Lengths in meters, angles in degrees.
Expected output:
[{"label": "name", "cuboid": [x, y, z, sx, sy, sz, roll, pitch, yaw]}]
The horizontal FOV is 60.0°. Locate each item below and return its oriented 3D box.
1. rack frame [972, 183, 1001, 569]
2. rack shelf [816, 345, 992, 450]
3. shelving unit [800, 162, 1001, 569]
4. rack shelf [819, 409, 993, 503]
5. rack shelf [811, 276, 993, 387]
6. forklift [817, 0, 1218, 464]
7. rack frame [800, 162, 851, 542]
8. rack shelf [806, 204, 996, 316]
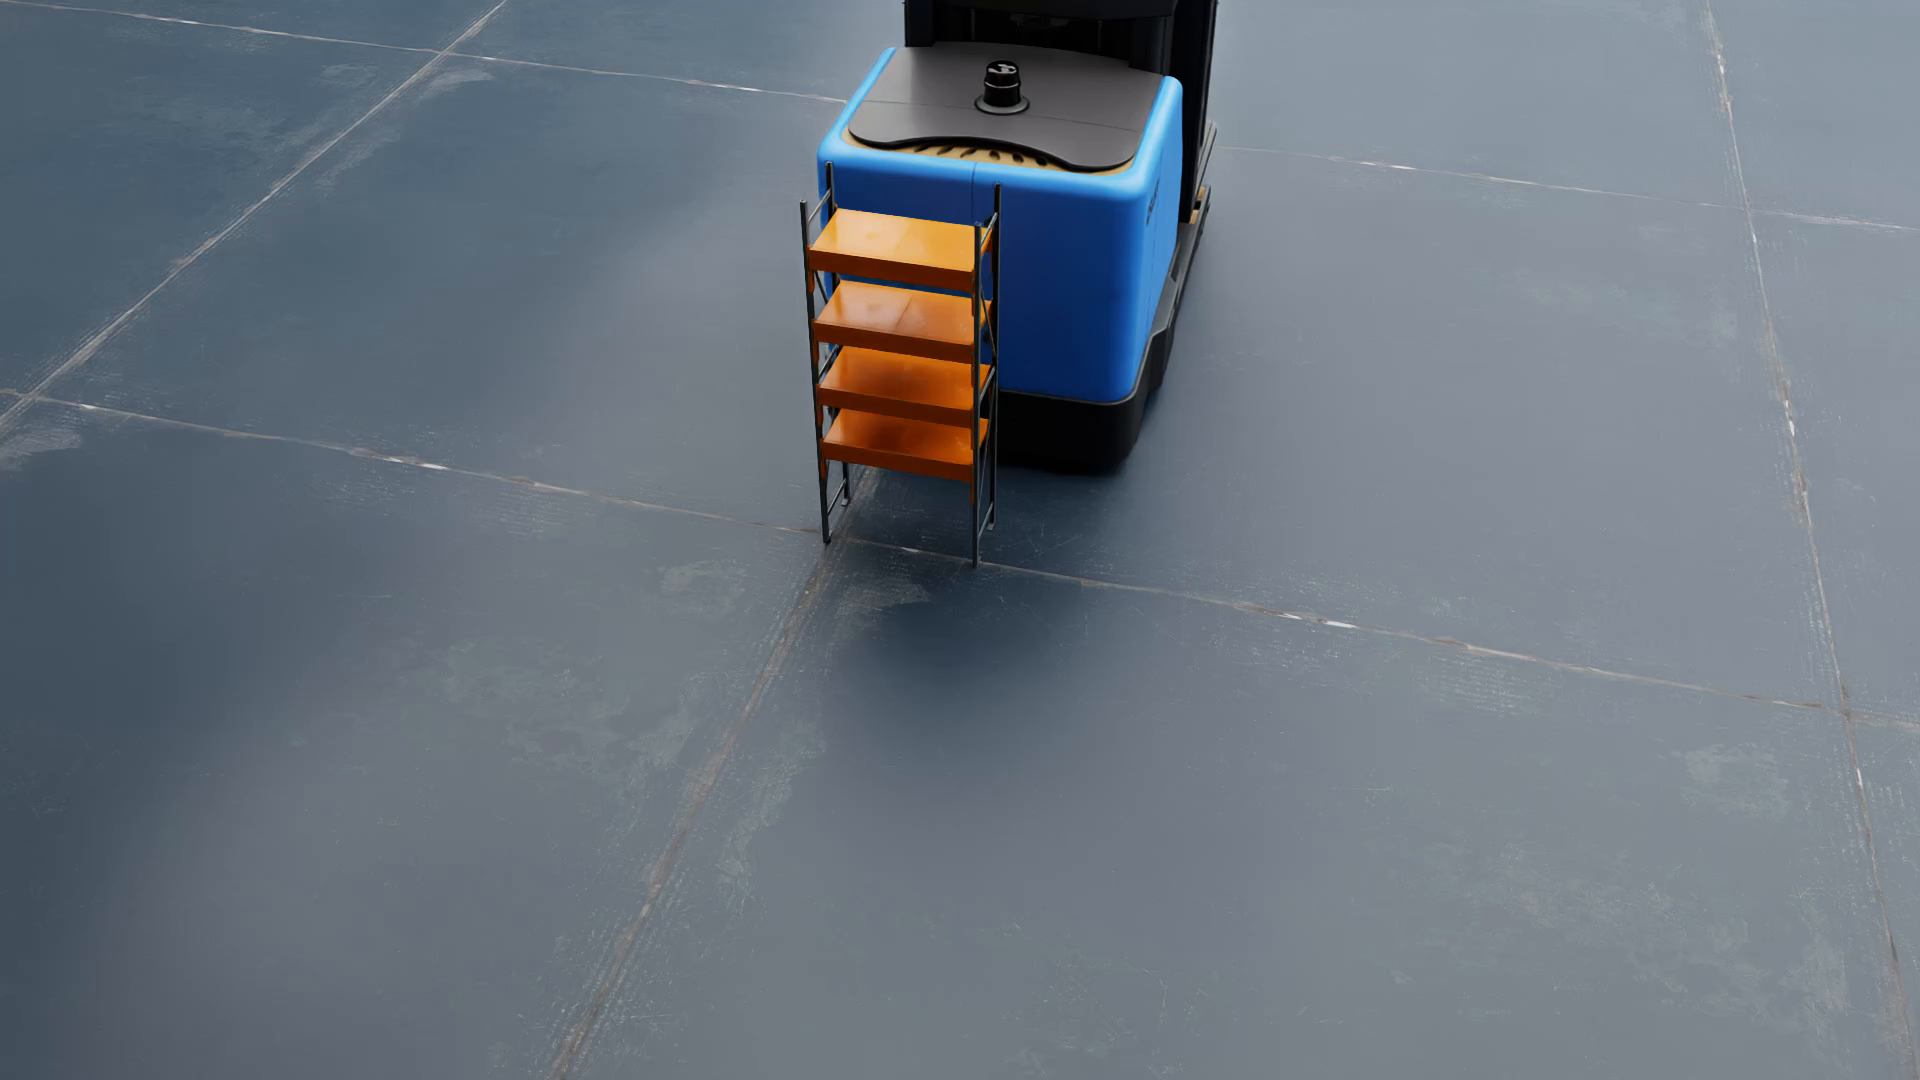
[{"label": "rack frame", "cuboid": [0.076, -0.446, 4.870, 0.015, 1.200, 0.240, 10, 41, 11]}, {"label": "rack shelf", "cuboid": [-0.160, -0.435, 4.962, 0.480, 0.148, 0.258, 10, 41, 11]}, {"label": "shelving unit", "cuboid": [-0.160, -0.487, 4.918, 0.503, 1.200, 0.258, 10, 41, 11]}, {"label": "rack shelf", "cuboid": [-0.160, -0.283, 5.089, 0.480, 0.148, 0.258, 10, 41, 11]}, {"label": "rack shelf", "cuboid": [-0.160, -0.607, 4.818, 0.480, 0.148, 0.258, 10, 41, 11]}, {"label": "forklift", "cuboid": [0.401, -2.326, 5.762, 1.130, 2.935, 3.031, 9, 41, 11]}, {"label": "rack frame", "cuboid": [-0.396, -0.528, 4.967, 0.015, 1.200, 0.240, 10, 41, 11]}, {"label": "rack shelf", "cuboid": [-0.160, -0.788, 4.666, 0.480, 0.148, 0.258, 10, 41, 11]}]
